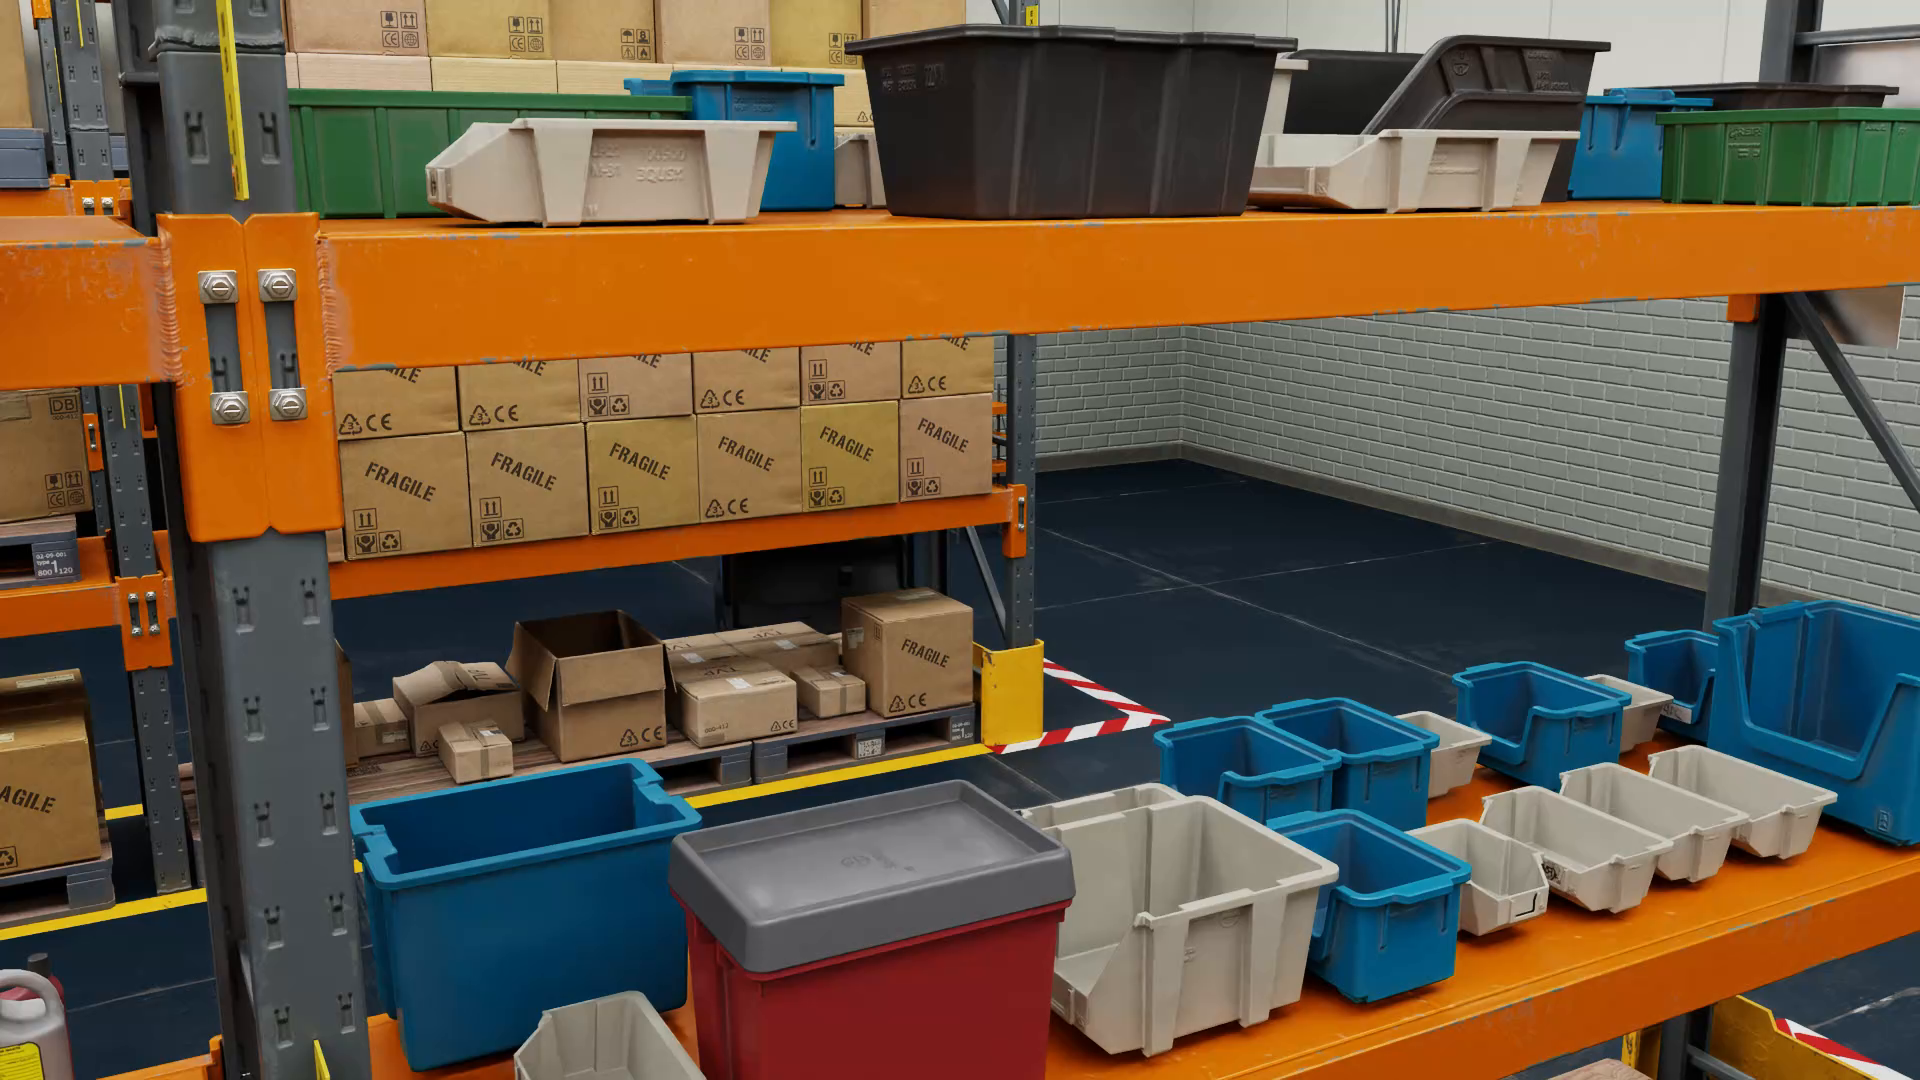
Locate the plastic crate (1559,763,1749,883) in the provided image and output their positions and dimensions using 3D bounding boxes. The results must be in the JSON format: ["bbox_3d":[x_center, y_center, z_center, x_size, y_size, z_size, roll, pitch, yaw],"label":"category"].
[{"bbox_3d":[1.568,0.655,3.830,0.243,0.136,0.396,-7,14,-28],"label":"plastic crate"}]

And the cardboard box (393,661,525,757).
[{"bbox_3d":[-2.401,0.777,7.948,0.500,0.311,0.500,-7,14,-28],"label":"cardboard box"}]

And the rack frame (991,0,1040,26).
[{"bbox_3d":[0.088,-3.474,8.052,0.127,3.000,1.000,-7,14,-28],"label":"rack frame"}]

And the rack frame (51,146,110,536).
[{"bbox_3d":[-5.800,-1.081,11.081,0.127,3.000,1.000,-7,14,-28],"label":"rack frame"}]

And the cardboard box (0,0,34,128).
[{"bbox_3d":[-3.900,-1.854,6.271,0.600,0.600,0.600,-8,15,-33],"label":"cardboard box"}]

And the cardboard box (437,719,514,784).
[{"bbox_3d":[-2.196,0.945,7.528,0.250,0.166,0.380,-7,14,-28],"label":"cardboard box"}]

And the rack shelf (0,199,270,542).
[{"bbox_3d":[-2.808,-0.074,1.412,4.000,0.370,1.077,-7,14,-28],"label":"rack shelf"}]

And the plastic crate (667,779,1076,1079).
[{"bbox_3d":[-0.149,0.722,2.787,0.583,0.464,0.402,-7,14,-28],"label":"plastic crate"}]

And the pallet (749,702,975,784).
[{"bbox_3d":[-0.678,0.905,8.608,1.213,0.211,1.003,-7,14,-28],"label":"pallet"}]

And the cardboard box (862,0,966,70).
[{"bbox_3d":[-0.355,-2.490,8.007,0.500,0.500,0.700,-7,14,-28],"label":"cardboard box"}]

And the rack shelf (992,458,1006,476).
[{"bbox_3d":[0.145,-0.537,13.070,0.480,0.148,0.258,-7,14,-28],"label":"rack shelf"}]

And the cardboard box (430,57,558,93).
[{"bbox_3d":[-1.995,-1.868,6.947,0.500,0.250,0.500,-7,14,-28],"label":"cardboard box"}]

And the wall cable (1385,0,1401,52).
[{"bbox_3d":[2.847,-3.440,14.971,0.112,2.526,3.097,-7,14,-28],"label":"wall cable"}]

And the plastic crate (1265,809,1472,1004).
[{"bbox_3d":[0.778,0.725,3.300,0.300,0.233,0.416,-7,14,-28],"label":"plastic crate"}]

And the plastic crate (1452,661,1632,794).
[{"bbox_3d":[1.506,0.492,4.338,0.300,0.233,0.416,-7,14,-28],"label":"plastic crate"}]

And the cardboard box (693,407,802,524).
[{"bbox_3d":[-1.069,-0.390,7.783,0.500,0.500,0.500,-7,14,-27],"label":"cardboard box"}]

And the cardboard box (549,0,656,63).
[{"bbox_3d":[-1.706,-2.346,7.366,0.500,0.500,0.700,-7,14,-28],"label":"cardboard box"}]

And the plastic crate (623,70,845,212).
[{"bbox_3d":[-0.407,-0.711,2.986,0.300,0.233,0.416,-7,14,-28],"label":"plastic crate"}]

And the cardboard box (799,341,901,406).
[{"bbox_3d":[-0.614,-0.931,7.910,0.500,0.500,0.500,-6,14,-26],"label":"cardboard box"}]

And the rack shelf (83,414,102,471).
[{"bbox_3d":[-7.555,-0.520,10.225,4.000,0.370,1.077,-7,14,-28],"label":"rack shelf"}]

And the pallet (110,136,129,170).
[{"bbox_3d":[-5.077,-2.585,11.135,1.213,0.211,1.003,-7,14,-28],"label":"pallet"}]

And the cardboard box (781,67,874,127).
[{"bbox_3d":[-0.680,-2.026,7.651,0.500,0.250,0.500,-7,14,-28],"label":"cardboard box"}]

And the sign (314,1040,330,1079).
[{"bbox_3d":[-0.791,0.799,2.095,0.005,0.325,0.100,-7,14,-28],"label":"sign"}]

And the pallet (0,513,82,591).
[{"bbox_3d":[-4.177,0.030,6.582,1.213,0.211,1.003,-7,14,-28],"label":"pallet"}]

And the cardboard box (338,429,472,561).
[{"bbox_3d":[-2.397,-0.231,7.077,0.500,0.500,0.500,-7,14,-27],"label":"cardboard box"}]

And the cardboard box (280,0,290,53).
[{"bbox_3d":[-3.014,-2.185,6.651,0.500,0.500,0.700,-7,14,-28],"label":"cardboard box"}]

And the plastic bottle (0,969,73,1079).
[{"bbox_3d":[-1.553,0.831,2.697,0.185,0.351,0.144,-7,14,-28],"label":"plastic bottle"}]

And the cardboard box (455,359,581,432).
[{"bbox_3d":[-1.971,-0.767,7.181,0.500,0.500,0.500,-7,15,-30],"label":"cardboard box"}]

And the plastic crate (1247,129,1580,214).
[{"bbox_3d":[0.763,-0.662,2.989,0.530,0.136,0.437,-7,14,-28],"label":"plastic crate"}]

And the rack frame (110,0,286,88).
[{"bbox_3d":[-1.053,-2.099,1.939,0.127,3.000,1.000,-7,14,-28],"label":"rack frame"}]

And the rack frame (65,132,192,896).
[{"bbox_3d":[-3.423,-0.127,6.841,0.127,3.000,1.000,-7,14,-28],"label":"rack frame"}]

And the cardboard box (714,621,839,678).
[{"bbox_3d":[-0.964,0.634,8.719,0.500,0.250,0.500,-7,14,-28],"label":"cardboard box"}]

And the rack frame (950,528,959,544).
[{"bbox_3d":[-0.069,-0.577,12.941,0.015,1.200,0.240,-7,14,-28],"label":"rack frame"}]

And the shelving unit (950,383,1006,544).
[{"bbox_3d":[0.145,-0.603,13.055,0.503,1.200,0.258,-7,14,-28],"label":"shelving unit"}]

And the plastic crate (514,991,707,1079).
[{"bbox_3d":[-0.576,0.906,2.715,0.243,0.136,0.396,-7,14,-28],"label":"plastic crate"}]

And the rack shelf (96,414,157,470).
[{"bbox_3d":[-4.044,-0.941,12.095,4.000,0.370,1.077,-7,14,-28],"label":"rack shelf"}]

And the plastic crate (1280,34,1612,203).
[{"bbox_3d":[0.985,-0.918,3.666,0.767,0.338,0.504,-7,14,-28],"label":"plastic crate"}]

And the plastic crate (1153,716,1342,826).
[{"bbox_3d":[0.664,0.592,3.890,0.300,0.233,0.416,-7,14,-28],"label":"plastic crate"}]

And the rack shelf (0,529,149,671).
[{"bbox_3d":[-5.178,0.435,5.985,4.000,0.370,1.077,-7,14,-28],"label":"rack shelf"}]

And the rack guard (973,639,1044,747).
[{"bbox_3d":[0.021,0.680,8.950,0.348,0.500,1.175,-7,14,-28],"label":"rack guard"}]

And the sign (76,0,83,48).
[{"bbox_3d":[-3.154,-1.928,5.938,0.005,0.325,0.100,-7,14,-28],"label":"sign"}]

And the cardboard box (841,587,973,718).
[{"bbox_3d":[-0.271,0.562,8.472,0.500,0.500,0.500,-7,14,-28],"label":"cardboard box"}]

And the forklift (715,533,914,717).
[{"bbox_3d":[-0.817,-0.669,9.408,1.130,2.935,3.031,-2,13,-10],"label":"forklift"}]
